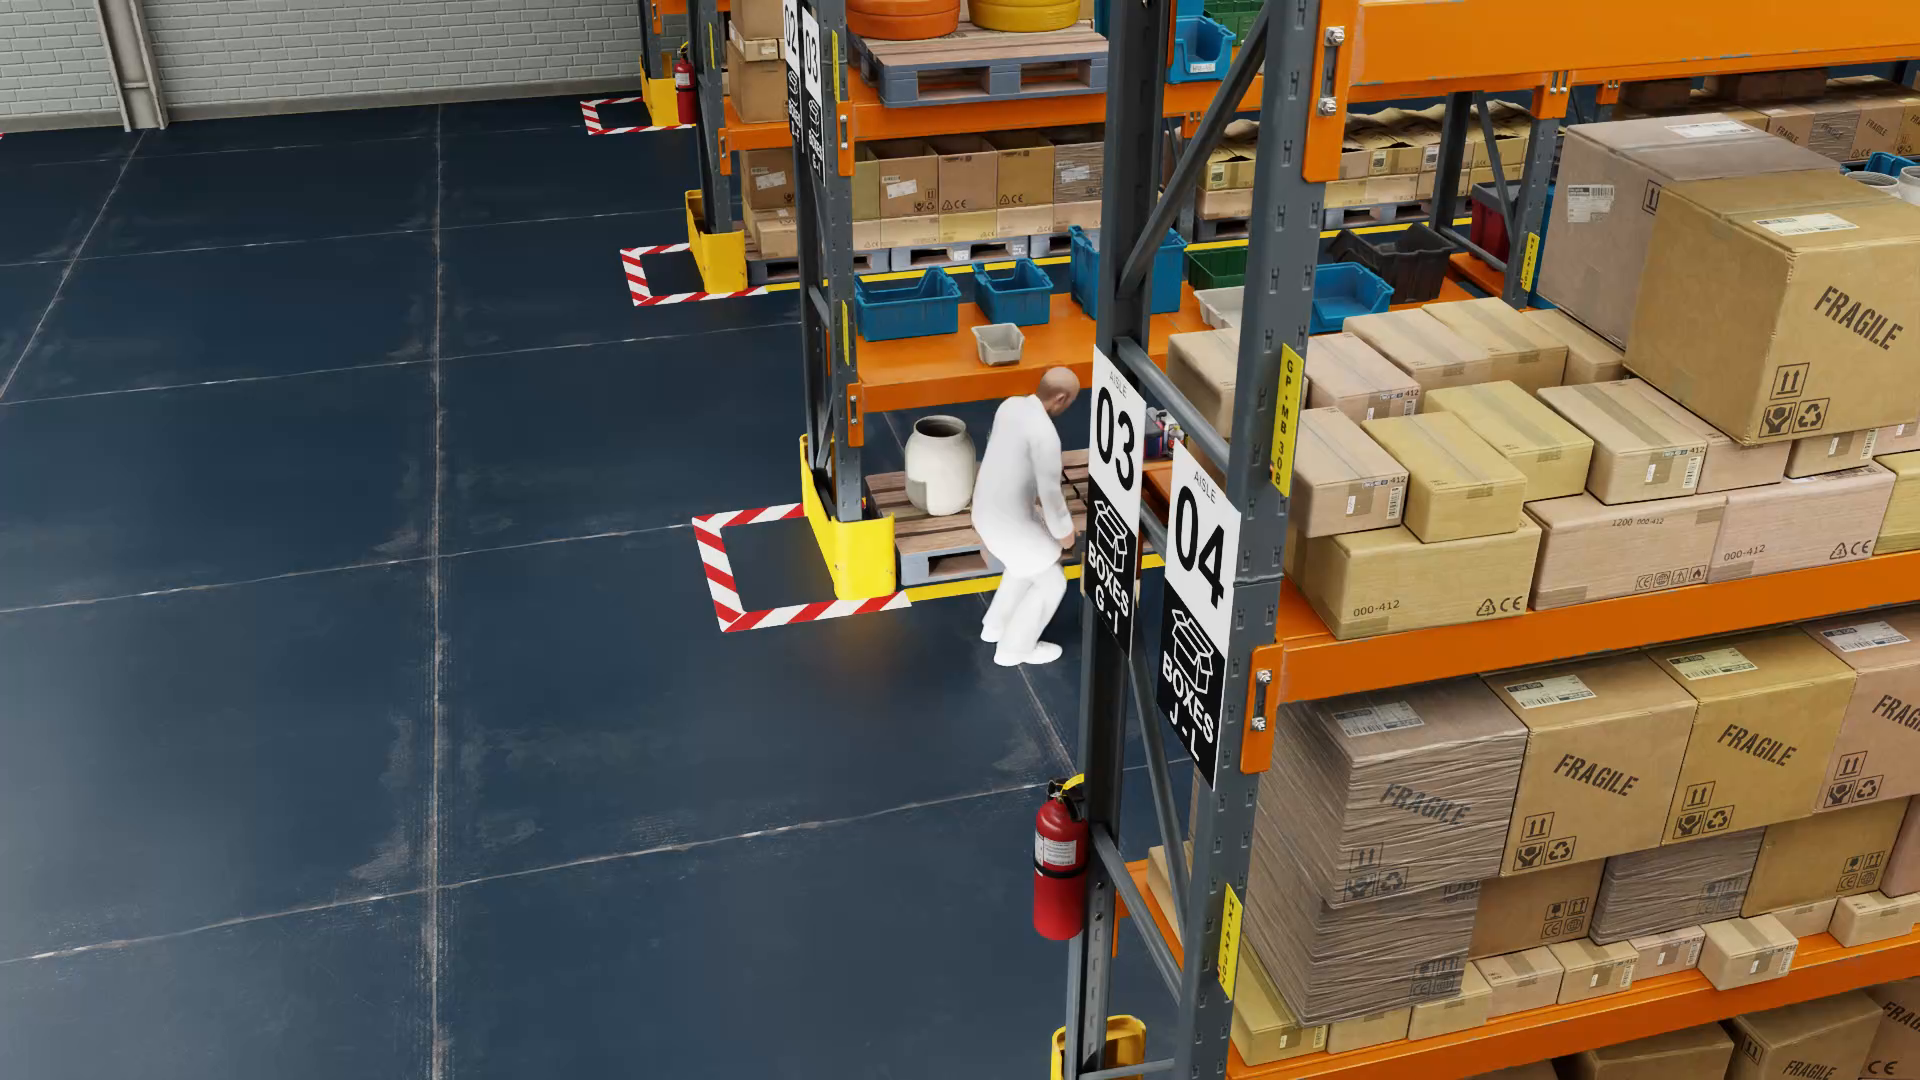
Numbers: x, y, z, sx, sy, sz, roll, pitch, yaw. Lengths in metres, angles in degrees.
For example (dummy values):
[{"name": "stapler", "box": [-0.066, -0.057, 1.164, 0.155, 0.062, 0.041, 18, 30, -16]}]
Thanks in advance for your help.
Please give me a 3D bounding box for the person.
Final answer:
[{"name": "person", "box": [0.334, -0.135, 8.671, 0.564, 1.612, 0.619, -9, 31, -15]}]
